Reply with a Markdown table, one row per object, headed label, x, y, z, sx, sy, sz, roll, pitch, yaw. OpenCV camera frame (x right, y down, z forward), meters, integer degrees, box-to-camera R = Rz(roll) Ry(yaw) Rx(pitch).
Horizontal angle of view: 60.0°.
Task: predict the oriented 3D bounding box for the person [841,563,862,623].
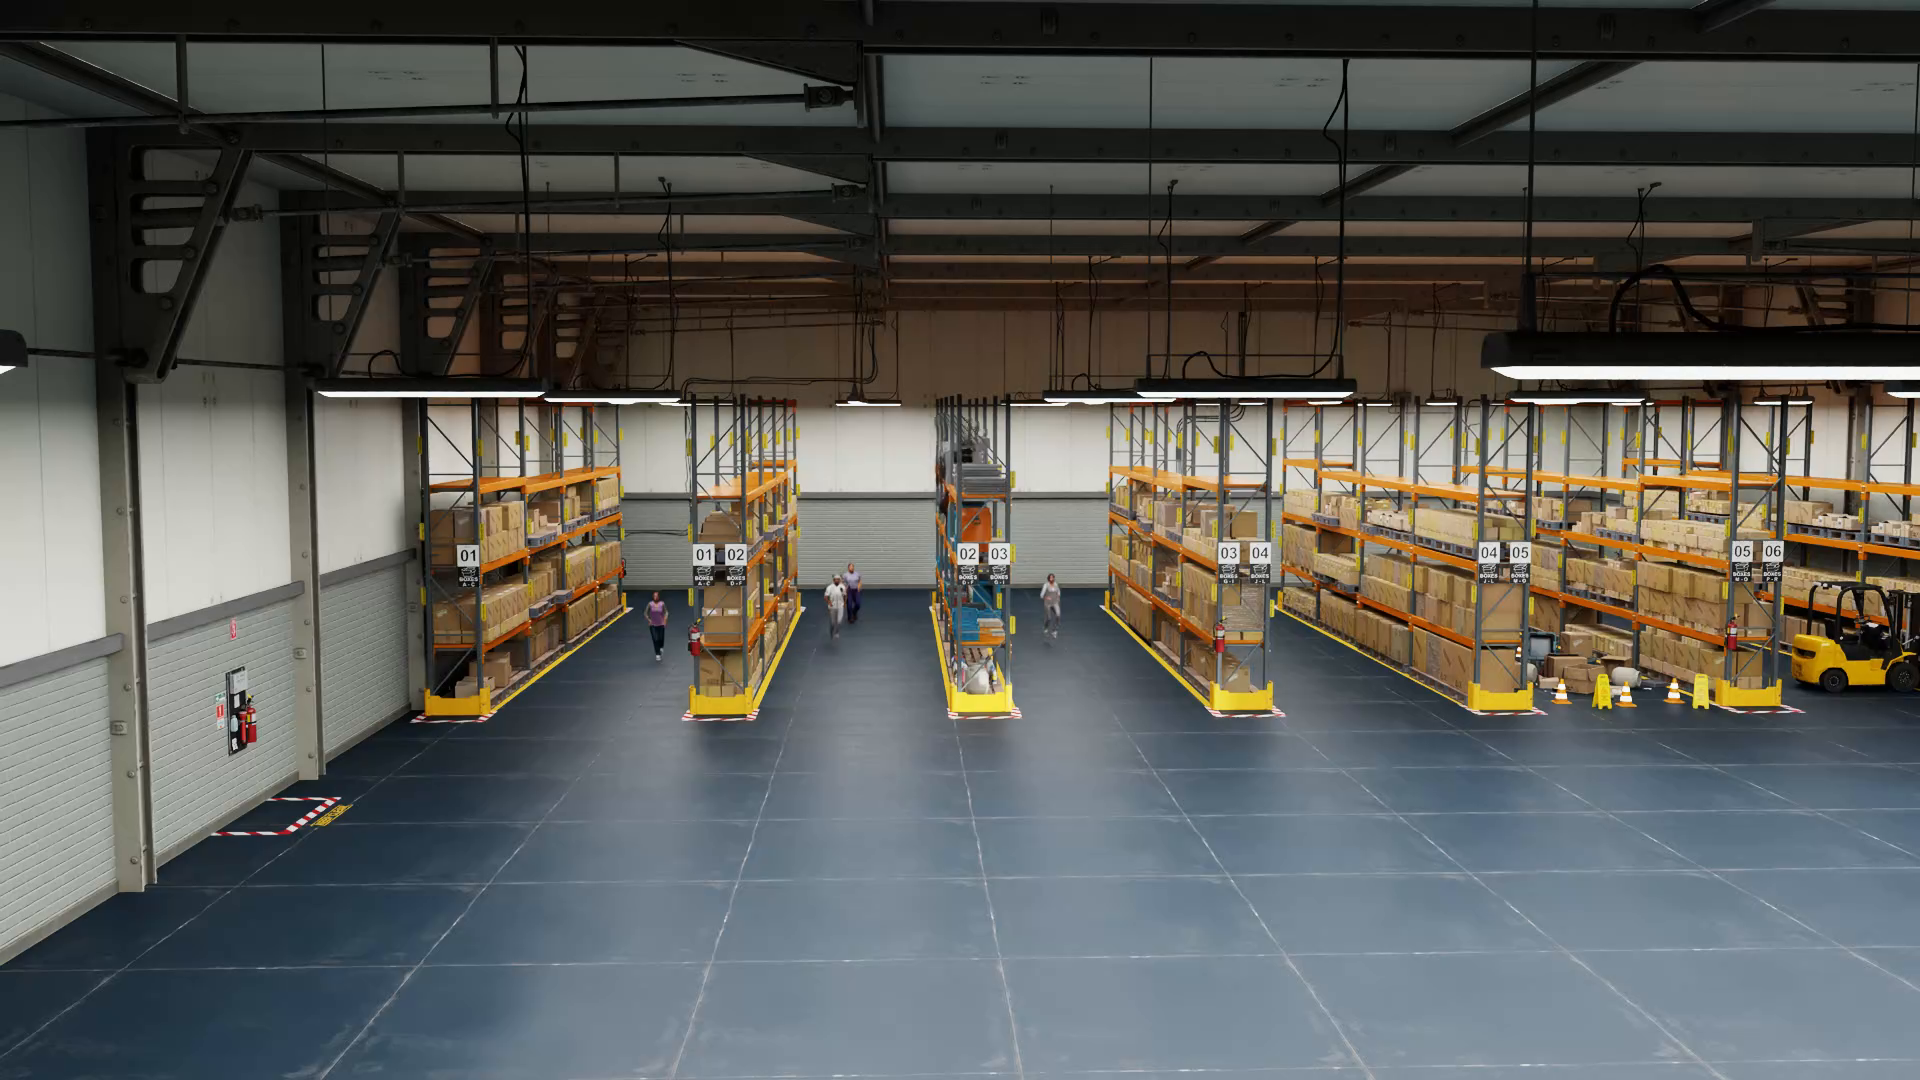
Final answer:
| label | x | y | z | sx | sy | sz | roll | pitch | yaw |
| --- | --- | --- | --- | --- | --- | --- | --- | --- | --- |
| person | -2.884 | 1.424 | 44.449 | 0.599 | 1.600 | 0.559 | -1 | 5 | -16 |

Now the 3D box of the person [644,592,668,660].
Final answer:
| label | x | y | z | sx | sy | sz | roll | pitch | yaw |
| --- | --- | --- | --- | --- | --- | --- | --- | --- | --- |
| person | -6.941 | 1.959 | 37.980 | 0.546 | 1.564 | 0.541 | -1 | 5 | -12 |

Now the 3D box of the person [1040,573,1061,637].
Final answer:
| label | x | y | z | sx | sy | sz | roll | pitch | yaw |
| --- | --- | --- | --- | --- | --- | --- | --- | --- | --- |
| person | 2.199 | 1.573 | 40.157 | 0.539 | 1.551 | 0.833 | -1 | 5 | -13 |

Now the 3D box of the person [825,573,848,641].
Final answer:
| label | x | y | z | sx | sy | sz | roll | pitch | yaw |
| --- | --- | --- | --- | --- | --- | --- | --- | --- | --- |
| person | -2.936 | 1.601 | 39.634 | 0.563 | 1.647 | 0.618 | -1 | 5 | -12 |
